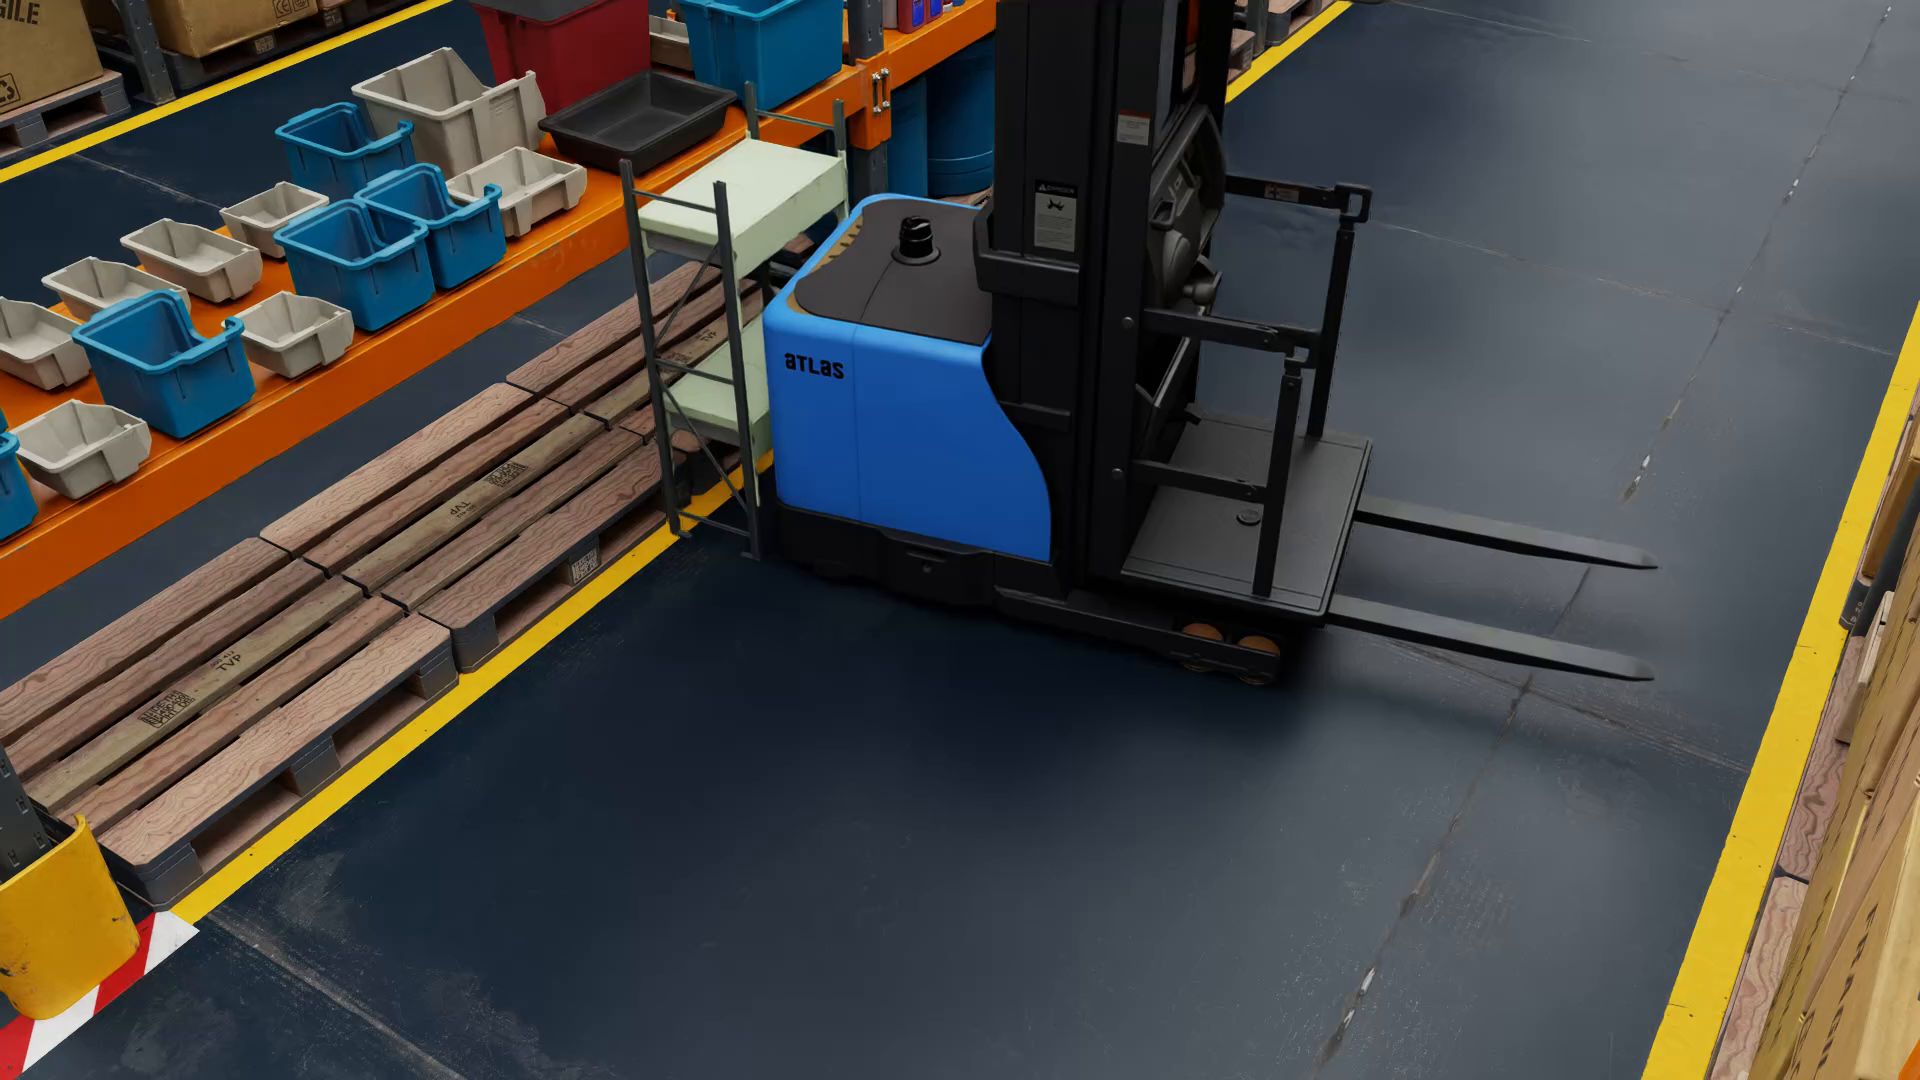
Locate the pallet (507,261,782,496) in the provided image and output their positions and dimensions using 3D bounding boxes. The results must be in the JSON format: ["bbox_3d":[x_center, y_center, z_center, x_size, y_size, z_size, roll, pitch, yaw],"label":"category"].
[{"bbox_3d":[-1.115,-0.721,7.013,1.003,0.211,1.213,21,42,25],"label":"pallet"}]

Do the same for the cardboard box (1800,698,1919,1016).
[{"bbox_3d":[1.559,0.451,2.307,0.500,0.500,0.500,22,43,26],"label":"cardboard box"}]

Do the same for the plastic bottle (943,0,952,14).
[{"bbox_3d":[-0.080,-2.323,6.969,0.097,0.201,0.097,0,38,0],"label":"plastic bottle"}]

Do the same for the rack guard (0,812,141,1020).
[{"bbox_3d":[-2.899,0.851,4.736,1.175,0.500,0.348,21,42,25],"label":"rack guard"}]

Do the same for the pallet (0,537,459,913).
[{"bbox_3d":[-2.423,0.537,5.381,1.003,0.211,1.213,21,42,25],"label":"pallet"}]

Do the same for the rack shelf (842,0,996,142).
[{"bbox_3d":[0.317,-2.964,8.227,1.077,0.370,4.000,21,42,25],"label":"rack shelf"}]

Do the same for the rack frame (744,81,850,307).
[{"bbox_3d":[-0.578,-0.970,6.272,0.400,1.500,0.023,17,40,22],"label":"rack frame"}]

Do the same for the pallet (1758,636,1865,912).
[{"bbox_3d":[3.058,0.863,4.958,1.003,0.211,1.213,21,42,25],"label":"pallet"}]

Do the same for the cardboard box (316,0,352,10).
[{"bbox_3d":[-4.132,-3.960,10.326,1.225,0.875,0.875,20,42,24],"label":"cardboard box"}]

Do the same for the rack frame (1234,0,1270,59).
[{"bbox_3d":[1.389,-4.280,9.345,1.000,3.000,0.127,21,42,25],"label":"rack frame"}]

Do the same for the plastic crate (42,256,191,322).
[{"bbox_3d":[-2.446,-0.699,4.867,0.396,0.136,0.243,21,42,25],"label":"plastic crate"}]

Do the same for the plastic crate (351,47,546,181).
[{"bbox_3d":[-1.728,-1.467,5.745,0.437,0.282,0.530,21,42,25],"label":"plastic crate"}]

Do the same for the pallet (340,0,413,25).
[{"bbox_3d":[-3.934,-3.787,10.990,1.003,0.211,1.213,21,42,25],"label":"pallet"}]

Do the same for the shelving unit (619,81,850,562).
[{"bbox_3d":[-0.747,-0.774,6.013,0.431,1.500,0.755,17,40,22],"label":"shelving unit"}]

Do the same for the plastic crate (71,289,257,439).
[{"bbox_3d":[-2.134,-0.472,4.493,0.416,0.233,0.300,21,42,25],"label":"plastic crate"}]

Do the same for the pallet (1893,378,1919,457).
[{"bbox_3d":[4.483,-0.554,6.796,1.003,0.211,1.213,21,42,25],"label":"pallet"}]

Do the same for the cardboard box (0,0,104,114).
[{"bbox_3d":[-5.358,-2.848,8.884,0.875,0.875,0.875,21,42,25],"label":"cardboard box"}]

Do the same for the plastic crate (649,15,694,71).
[{"bbox_3d":[-1.124,-1.944,6.481,0.396,0.136,0.243,21,42,25],"label":"plastic crate"}]

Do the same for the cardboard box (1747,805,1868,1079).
[{"bbox_3d":[1.568,0.839,2.623,0.500,0.500,0.500,22,43,25],"label":"cardboard box"}]

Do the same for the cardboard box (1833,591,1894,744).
[{"bbox_3d":[3.019,0.441,5.063,0.500,0.311,0.500,21,42,25],"label":"cardboard box"}]

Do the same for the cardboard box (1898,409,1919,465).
[{"bbox_3d":[3.721,-0.380,5.973,0.500,0.500,0.500,21,42,25],"label":"cardboard box"}]

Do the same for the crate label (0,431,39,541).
[{"bbox_3d":[-2.487,-0.132,4.053,0.416,0.233,0.303,21,42,25],"label":"crate label"}]

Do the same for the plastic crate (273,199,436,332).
[{"bbox_3d":[-1.782,-0.811,4.933,0.416,0.233,0.300,21,42,25],"label":"plastic crate"}]

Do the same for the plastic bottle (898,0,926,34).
[{"bbox_3d":[-0.198,-2.221,6.769,0.061,0.283,0.133,21,42,25],"label":"plastic bottle"}]

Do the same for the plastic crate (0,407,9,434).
[{"bbox_3d":[-2.876,-0.427,4.269,0.616,0.435,0.499,21,42,25],"label":"plastic crate"}]

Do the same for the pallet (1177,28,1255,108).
[{"bbox_3d":[1.002,-2.755,9.651,1.003,0.211,1.213,21,42,25],"label":"pallet"}]

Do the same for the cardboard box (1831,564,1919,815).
[{"bbox_3d":[2.110,0.324,3.292,0.500,0.500,0.500,21,42,25],"label":"cardboard box"}]

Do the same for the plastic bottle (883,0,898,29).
[{"bbox_3d":[-0.270,-2.294,6.810,0.144,0.351,0.185,21,42,25],"label":"plastic bottle"}]

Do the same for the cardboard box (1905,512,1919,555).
[{"bbox_3d":[2.651,-0.196,3.966,0.500,0.500,0.500,22,43,26],"label":"cardboard box"}]

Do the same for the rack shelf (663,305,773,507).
[{"bbox_3d":[-0.744,-0.513,6.209,0.431,0.370,0.720,17,40,22],"label":"rack shelf"}]

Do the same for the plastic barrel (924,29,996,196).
[{"bbox_3d":[-0.069,-2.193,8.012,0.600,0.901,0.708,21,42,25],"label":"plastic barrel"}]

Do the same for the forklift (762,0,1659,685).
[{"bbox_3d":[0.901,-1.039,5.197,3.031,2.935,1.130,12,39,15],"label":"forklift"}]

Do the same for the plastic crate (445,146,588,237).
[{"bbox_3d":[-1.433,-1.141,5.440,0.293,0.136,0.466,21,42,25],"label":"plastic crate"}]

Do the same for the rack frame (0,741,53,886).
[{"bbox_3d":[-2.897,-0.155,3.995,1.000,3.000,0.127,21,42,25],"label":"rack frame"}]

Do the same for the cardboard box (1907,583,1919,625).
[{"bbox_3d":[2.108,-0.082,2.999,0.500,0.500,0.500,23,43,26],"label":"cardboard box"}]

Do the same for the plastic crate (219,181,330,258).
[{"bbox_3d":[-2.174,-1.009,5.269,0.298,0.136,0.250,21,42,25],"label":"plastic crate"}]

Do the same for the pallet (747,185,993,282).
[{"bbox_3d":[-0.306,-1.497,8.019,1.003,0.211,1.213,21,42,25],"label":"pallet"}]
